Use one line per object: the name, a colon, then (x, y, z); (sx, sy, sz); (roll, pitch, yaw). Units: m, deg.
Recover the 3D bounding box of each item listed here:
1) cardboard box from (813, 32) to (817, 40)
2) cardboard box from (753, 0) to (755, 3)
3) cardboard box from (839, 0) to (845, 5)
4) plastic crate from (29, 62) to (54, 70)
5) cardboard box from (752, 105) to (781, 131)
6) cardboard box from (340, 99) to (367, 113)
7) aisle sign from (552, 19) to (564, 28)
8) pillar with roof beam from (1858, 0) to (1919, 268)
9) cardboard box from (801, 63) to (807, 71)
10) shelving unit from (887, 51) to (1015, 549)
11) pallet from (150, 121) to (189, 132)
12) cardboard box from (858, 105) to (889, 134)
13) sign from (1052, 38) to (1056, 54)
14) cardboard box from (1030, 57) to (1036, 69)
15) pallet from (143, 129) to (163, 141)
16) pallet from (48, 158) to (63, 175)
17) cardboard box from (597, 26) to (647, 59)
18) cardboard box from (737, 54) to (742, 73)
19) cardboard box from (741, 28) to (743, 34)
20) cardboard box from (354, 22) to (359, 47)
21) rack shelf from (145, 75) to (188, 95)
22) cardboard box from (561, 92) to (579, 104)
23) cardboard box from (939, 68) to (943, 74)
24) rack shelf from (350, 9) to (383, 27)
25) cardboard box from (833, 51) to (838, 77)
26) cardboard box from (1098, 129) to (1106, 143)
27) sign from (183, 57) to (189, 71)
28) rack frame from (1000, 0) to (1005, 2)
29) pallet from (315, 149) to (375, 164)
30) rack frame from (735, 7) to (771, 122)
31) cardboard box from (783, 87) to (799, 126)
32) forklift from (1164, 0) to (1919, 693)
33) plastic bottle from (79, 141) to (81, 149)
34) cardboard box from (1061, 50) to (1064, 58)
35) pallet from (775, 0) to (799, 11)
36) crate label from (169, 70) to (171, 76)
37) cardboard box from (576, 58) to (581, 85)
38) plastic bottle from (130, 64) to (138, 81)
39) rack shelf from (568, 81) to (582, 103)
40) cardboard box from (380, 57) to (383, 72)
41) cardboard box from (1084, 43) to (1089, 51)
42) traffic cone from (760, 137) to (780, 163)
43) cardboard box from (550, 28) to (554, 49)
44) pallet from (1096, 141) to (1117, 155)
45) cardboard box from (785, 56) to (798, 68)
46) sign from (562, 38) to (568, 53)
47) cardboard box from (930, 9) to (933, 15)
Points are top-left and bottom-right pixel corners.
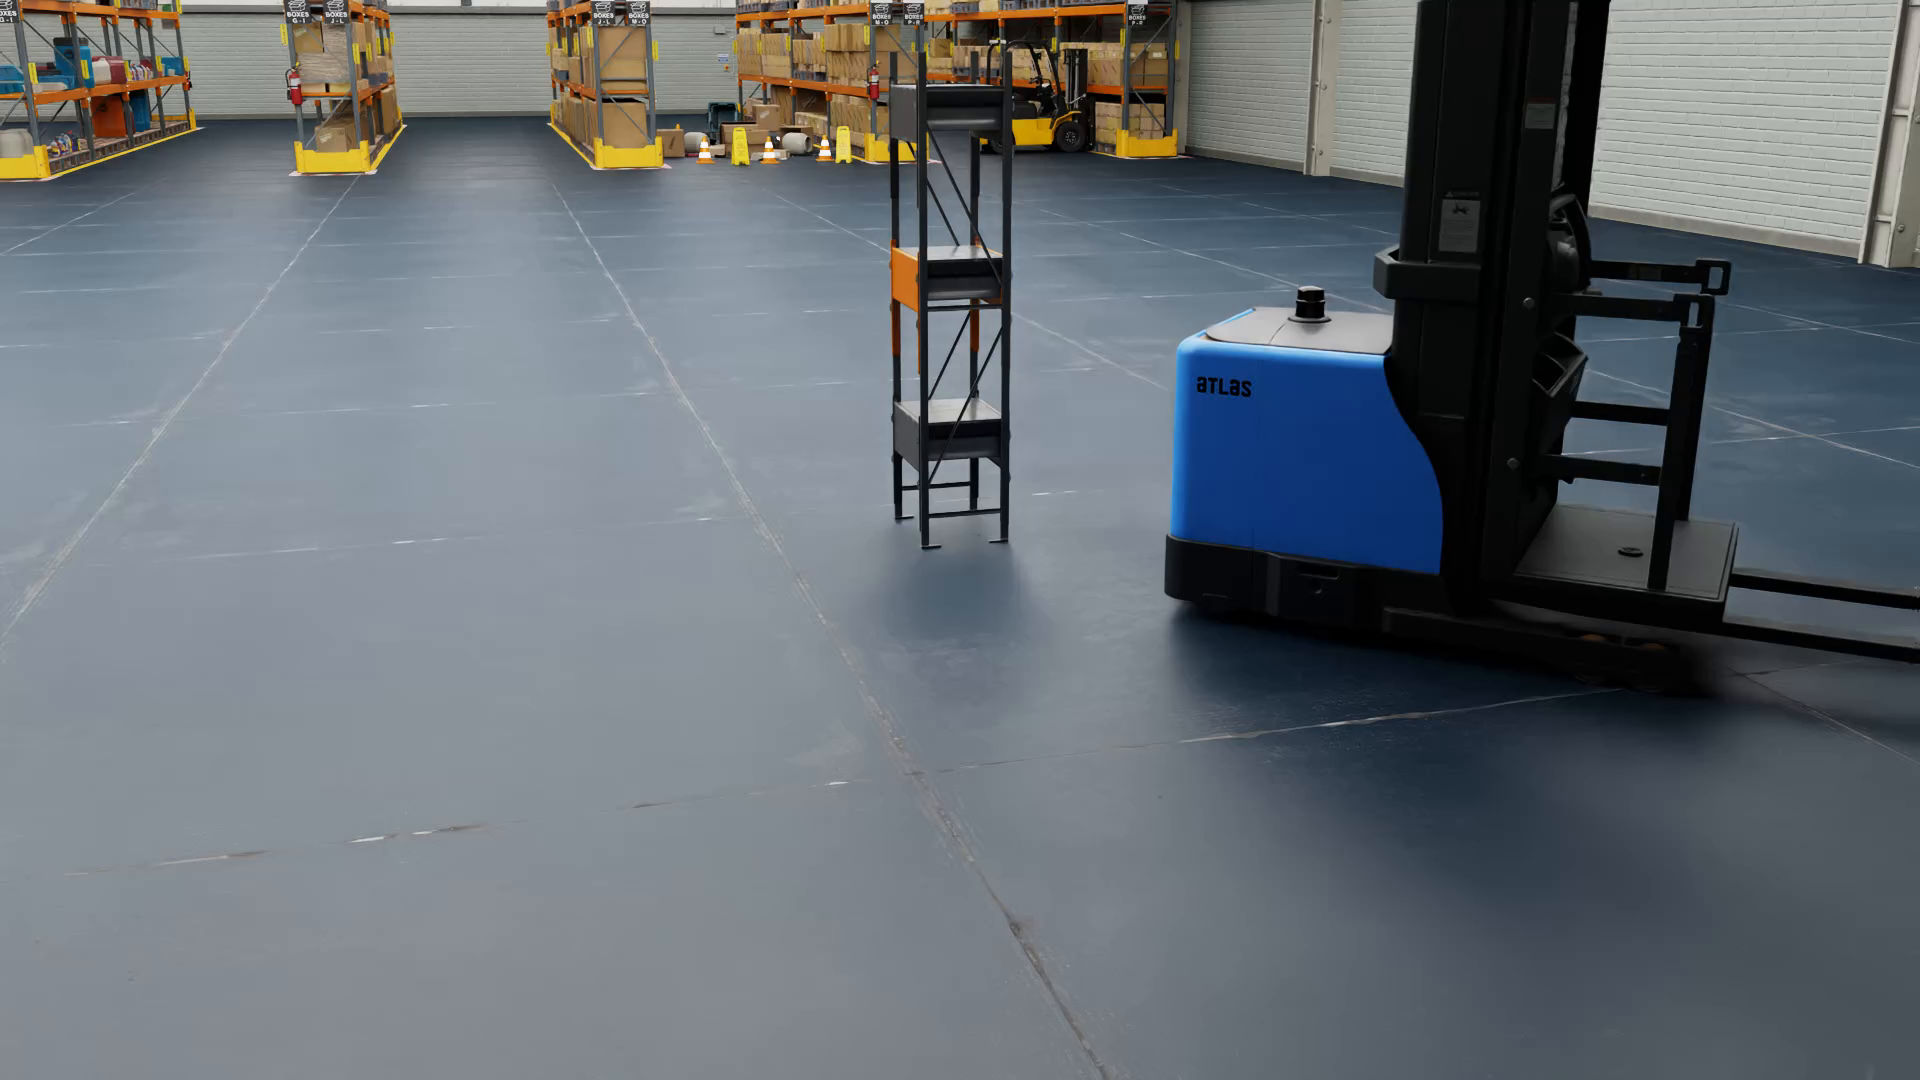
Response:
cardboard box: (-2.898, -10.691, 35.279); (0.380, 0.149, 0.250); (-5, 18, -18)
cardboard box: (-5.008, -13.618, 41.891); (0.380, 0.149, 0.250); (-4, 17, -14)
cardboard box: (-2.134, -10.462, 32.290); (0.380, 0.149, 0.250); (-5, 17, -16)
plastic crate: (-16.972, -8.580, 30.691); (0.402, 0.464, 0.583); (-5, 17, -15)
cardboard box: (-3.957, -8.631, 34.002); (0.500, 0.500, 0.500); (-5, 17, -15)
cardboard box: (-12.513, -8.982, 34.416); (0.500, 0.250, 0.500); (-3, 17, -9)
aisle sign: (-10.592, -13.756, 43.516); (0.394, 0.787, 0.004); (-5, 17, -15)
pillar with roof beam: (5.100, -6.720, 14.181); (9.100, 9.000, 0.400); (-5, 17, -15)
cardboard box: (-3.310, -10.460, 36.766); (0.380, 0.149, 0.250); (-5, 17, -15)
shelving unit: (-0.045, -1.051, 7.302); (0.431, 2.100, 0.503); (-5, 17, -15)
pallet: (-19.653, -10.193, 41.017); (1.003, 0.211, 1.213); (-5, 17, -15)
cardboard box: (-1.625, -7.953, 31.460); (0.500, 0.500, 0.500); (-5, 17, -15)
sign: (1.999, -10.479, 35.250); (0.100, 0.325, 0.005); (-5, 17, -15)
cardboard box: (1.854, -10.575, 36.836); (0.500, 0.250, 0.500); (-4, 17, -14)
pallet: (-18.571, -9.101, 37.382); (1.003, 0.211, 1.213); (-5, 17, -15)
pallet: (-15.729, -6.240, 27.860); (1.003, 0.211, 1.213); (-5, 17, -15)
cardboard box: (-5.951, -8.784, 29.343); (0.875, 0.550, 0.550); (-5, 17, -15)
cardboard box: (-5.696, -12.827, 44.765); (0.500, 0.500, 0.500); (-5, 17, -16)
cardboard box: (-5.618, -13.504, 44.154); (0.380, 0.149, 0.250); (-4, 17, -14)
cardboard box: (-10.703, -8.707, 28.795); (0.500, 0.500, 0.500); (-5, 17, -15)
rack shelf: (-19.293, -10.861, 39.647); (1.077, 0.370, 4.000); (-5, 17, -15)
cardboard box: (-9.235, -10.546, 39.659); (0.500, 0.250, 0.500); (-5, 18, -18)
cardboard box: (-0.341, -12.453, 44.131); (0.380, 0.149, 0.250); (-5, 17, -16)
rack shelf: (-13.431, -11.583, 36.836); (1.077, 0.370, 4.000); (-5, 17, -15)
cardboard box: (-2.240, -9.525, 33.255); (0.500, 0.500, 0.500); (-5, 17, -15)
cardboard box: (3.057, -8.030, 33.019); (0.500, 0.250, 0.500); (-5, 17, -15)
sign: (-19.318, -11.885, 41.522); (0.100, 0.325, 0.005); (-5, 17, -15)
rack frame: (1.419, -13.988, 38.377); (1.000, 3.000, 0.127); (-5, 17, -15)
pallet: (-11.225, -6.975, 30.305); (1.003, 0.211, 1.213); (-5, 17, -15)
rack frame: (-5.551, -12.934, 45.297); (1.000, 3.000, 0.127); (-5, 17, -15)
cardboard box: (-3.704, -10.350, 39.656); (0.875, 0.875, 0.875); (-4, 17, -15)
forklift: (2.353, -1.055, 5.868); (3.031, 2.935, 1.130); (8, 19, 26)
plastic bottle: (-16.145, -7.235, 30.422); (0.097, 0.201, 0.097); (0, 17, 0)
cardboard box: (2.353, -10.258, 35.087); (0.380, 0.149, 0.250); (-5, 17, -16)
pallet: (-3.581, -12.241, 38.105); (1.213, 0.211, 1.003); (-4, 17, -13)
crate label: (-19.278, -11.294, 40.191); (0.396, 0.136, 0.243); (-5, 17, -15)
cardboard box: (-7.386, -9.367, 33.247); (0.500, 0.500, 0.500); (-5, 17, -16)
plastic bottle: (-17.873, -10.096, 35.934); (0.144, 0.351, 0.185); (-5, 17, -15)
rack shelf: (-7.535, -9.404, 34.796); (1.077, 0.370, 4.000); (-5, 17, -15)
cardboard box: (-13.041, -10.426, 36.772); (0.500, 0.500, 0.500); (-5, 17, -16)
cardboard box: (2.750, -10.048, 33.869); (0.380, 0.149, 0.250); (-5, 17, -15)
traffic cone: (-3.487, -7.129, 30.380); (0.336, 0.463, 0.334); (-5, 17, -15)
cardboard box: (-10.005, -12.614, 41.801); (0.500, 0.500, 0.500); (-5, 18, -17)
pallet: (3.367, -7.775, 32.968); (1.003, 0.211, 1.213); (-5, 17, -15)
cardboard box: (-3.730, -11.003, 38.259); (0.500, 0.250, 0.500); (-5, 17, -15)
sign: (-8.604, -10.773, 36.228); (0.100, 0.325, 0.005); (-5, 17, -15)
cardboard box: (-0.588, -14.106, 44.420); (0.380, 0.149, 0.250); (-5, 17, -15)
